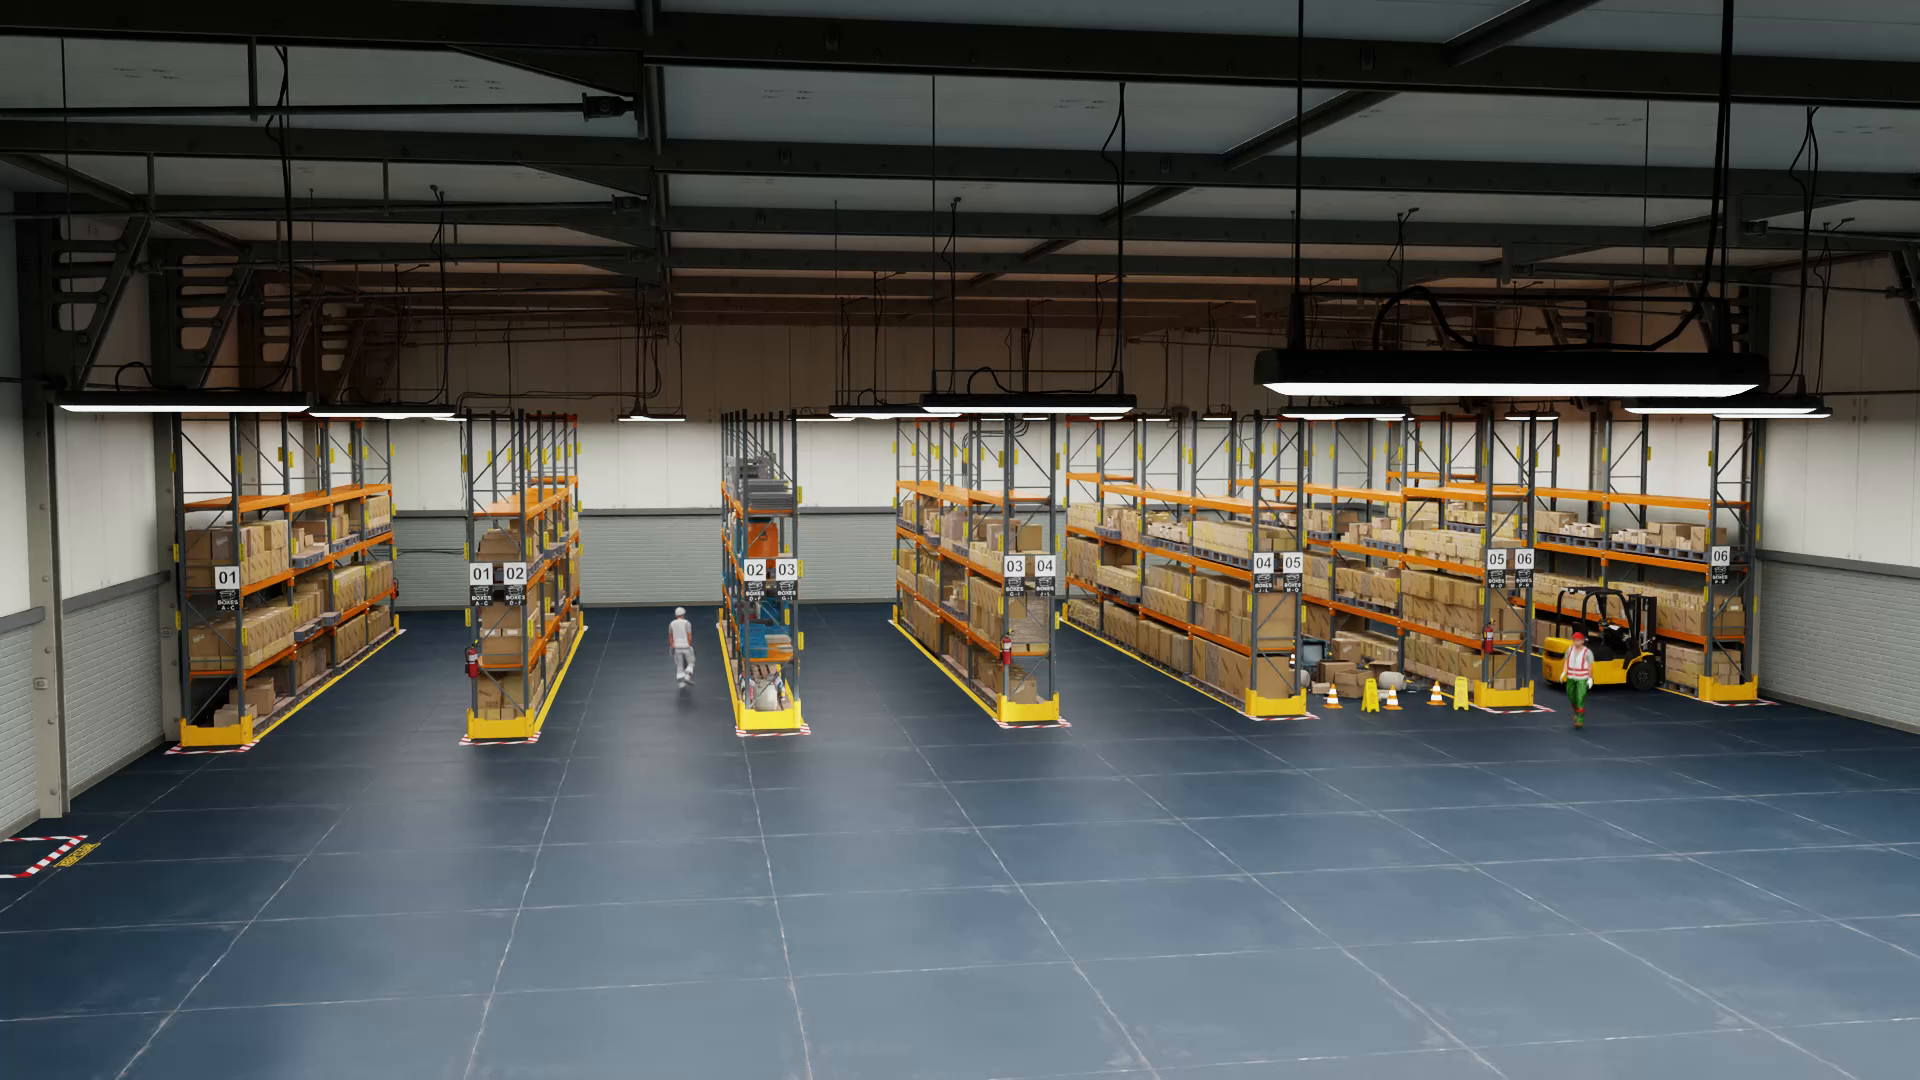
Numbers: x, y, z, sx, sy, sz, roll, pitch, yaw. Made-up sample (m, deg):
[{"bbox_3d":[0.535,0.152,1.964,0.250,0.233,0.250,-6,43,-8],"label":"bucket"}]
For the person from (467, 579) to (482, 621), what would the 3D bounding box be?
[{"bbox_3d":[-13.938,1.582,48.138,0.557,1.578,0.690,0,4,-1],"label":"person"}]

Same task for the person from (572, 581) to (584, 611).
[{"bbox_3d":[-10.959,1.619,47.445,0.445,1.623,0.440,-1,4,-11],"label":"person"}]

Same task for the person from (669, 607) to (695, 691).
[{"bbox_3d":[-5.983,2.335,35.754,0.579,1.781,0.515,0,4,0],"label":"person"}]

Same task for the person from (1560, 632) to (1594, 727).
[{"bbox_3d":[11.771,2.633,31.635,0.856,1.774,0.528,-4,5,-43],"label":"person"}]
